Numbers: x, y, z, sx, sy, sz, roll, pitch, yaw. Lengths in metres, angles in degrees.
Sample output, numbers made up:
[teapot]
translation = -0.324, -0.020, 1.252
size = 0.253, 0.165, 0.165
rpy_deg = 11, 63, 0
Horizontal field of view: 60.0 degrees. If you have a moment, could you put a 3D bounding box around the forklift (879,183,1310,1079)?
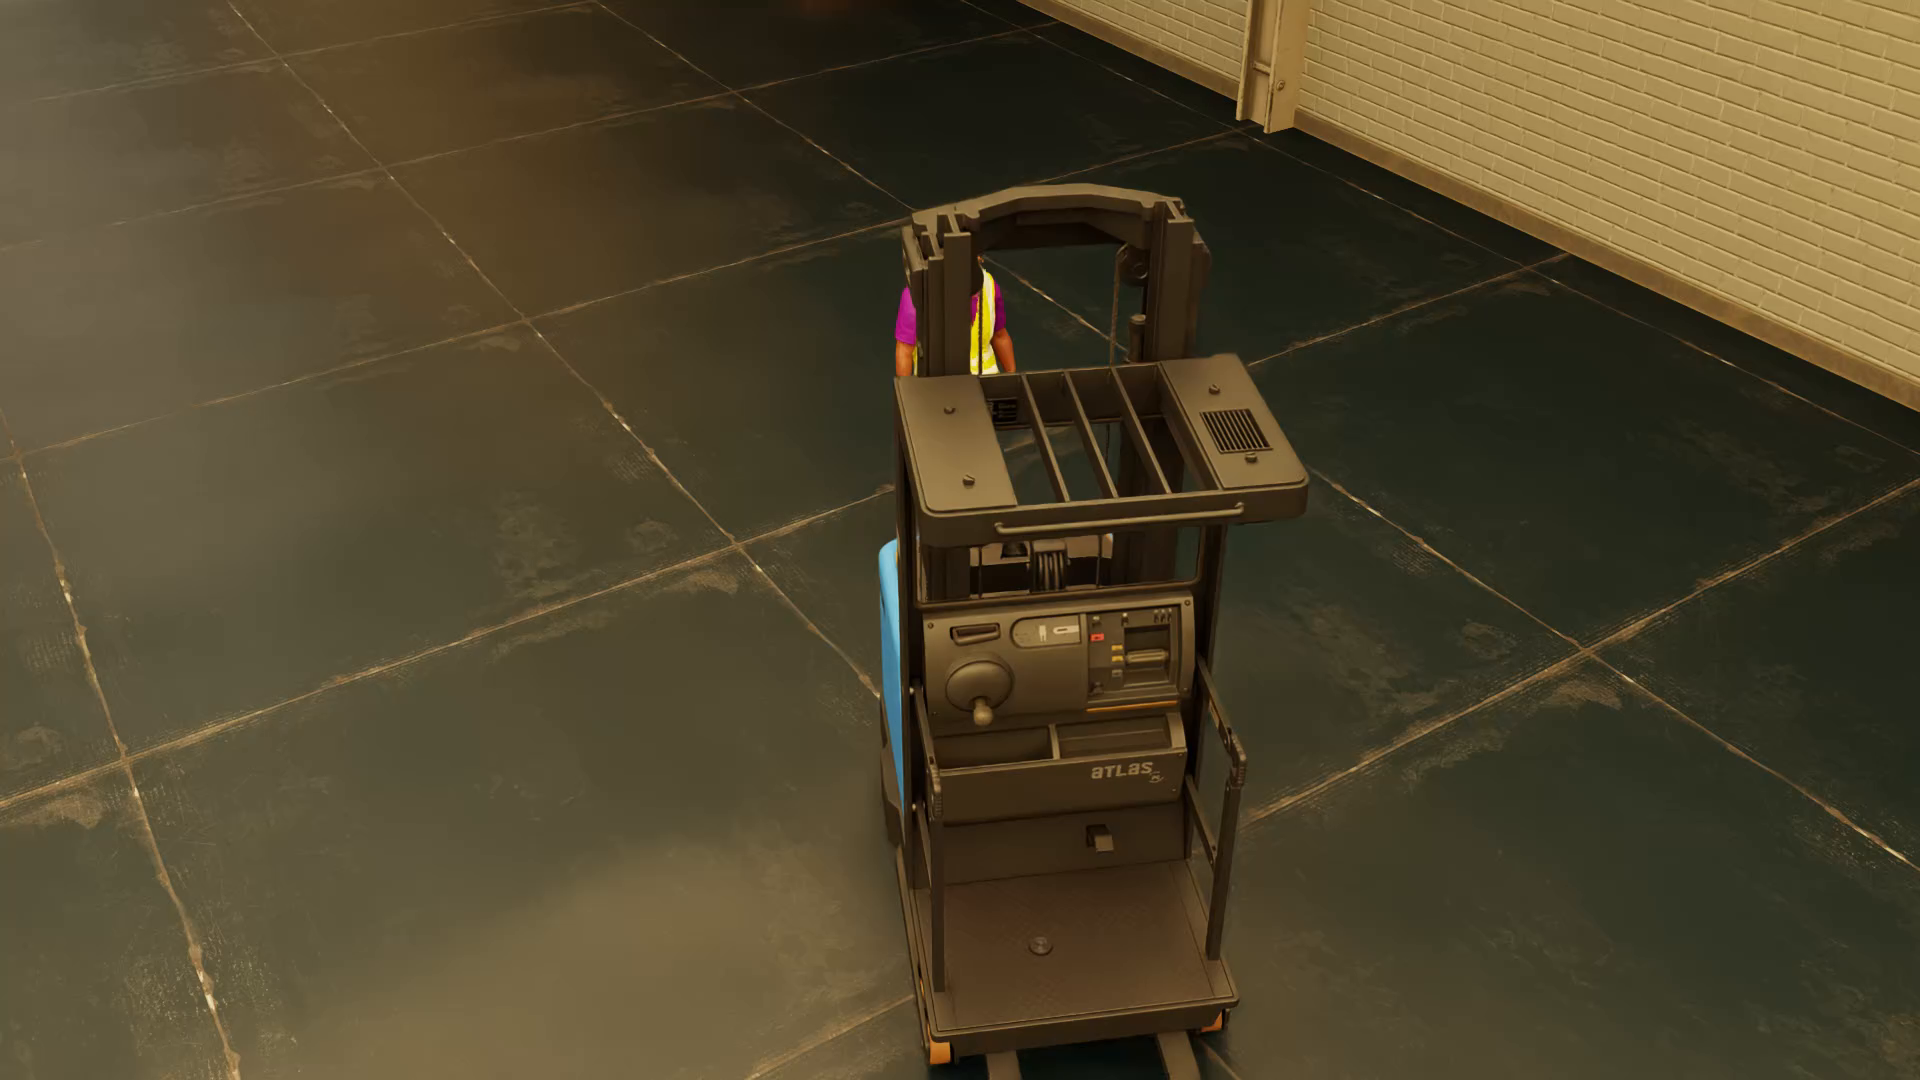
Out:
[forklift]
translation = 0.374, 0.471, 5.478
size = 1.130, 2.935, 3.031
rpy_deg = -5, 35, -7

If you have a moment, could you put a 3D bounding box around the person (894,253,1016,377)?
[person]
translation = 0.033, -0.693, 8.134
size = 0.665, 1.765, 0.576
rpy_deg = -21, 40, -27
